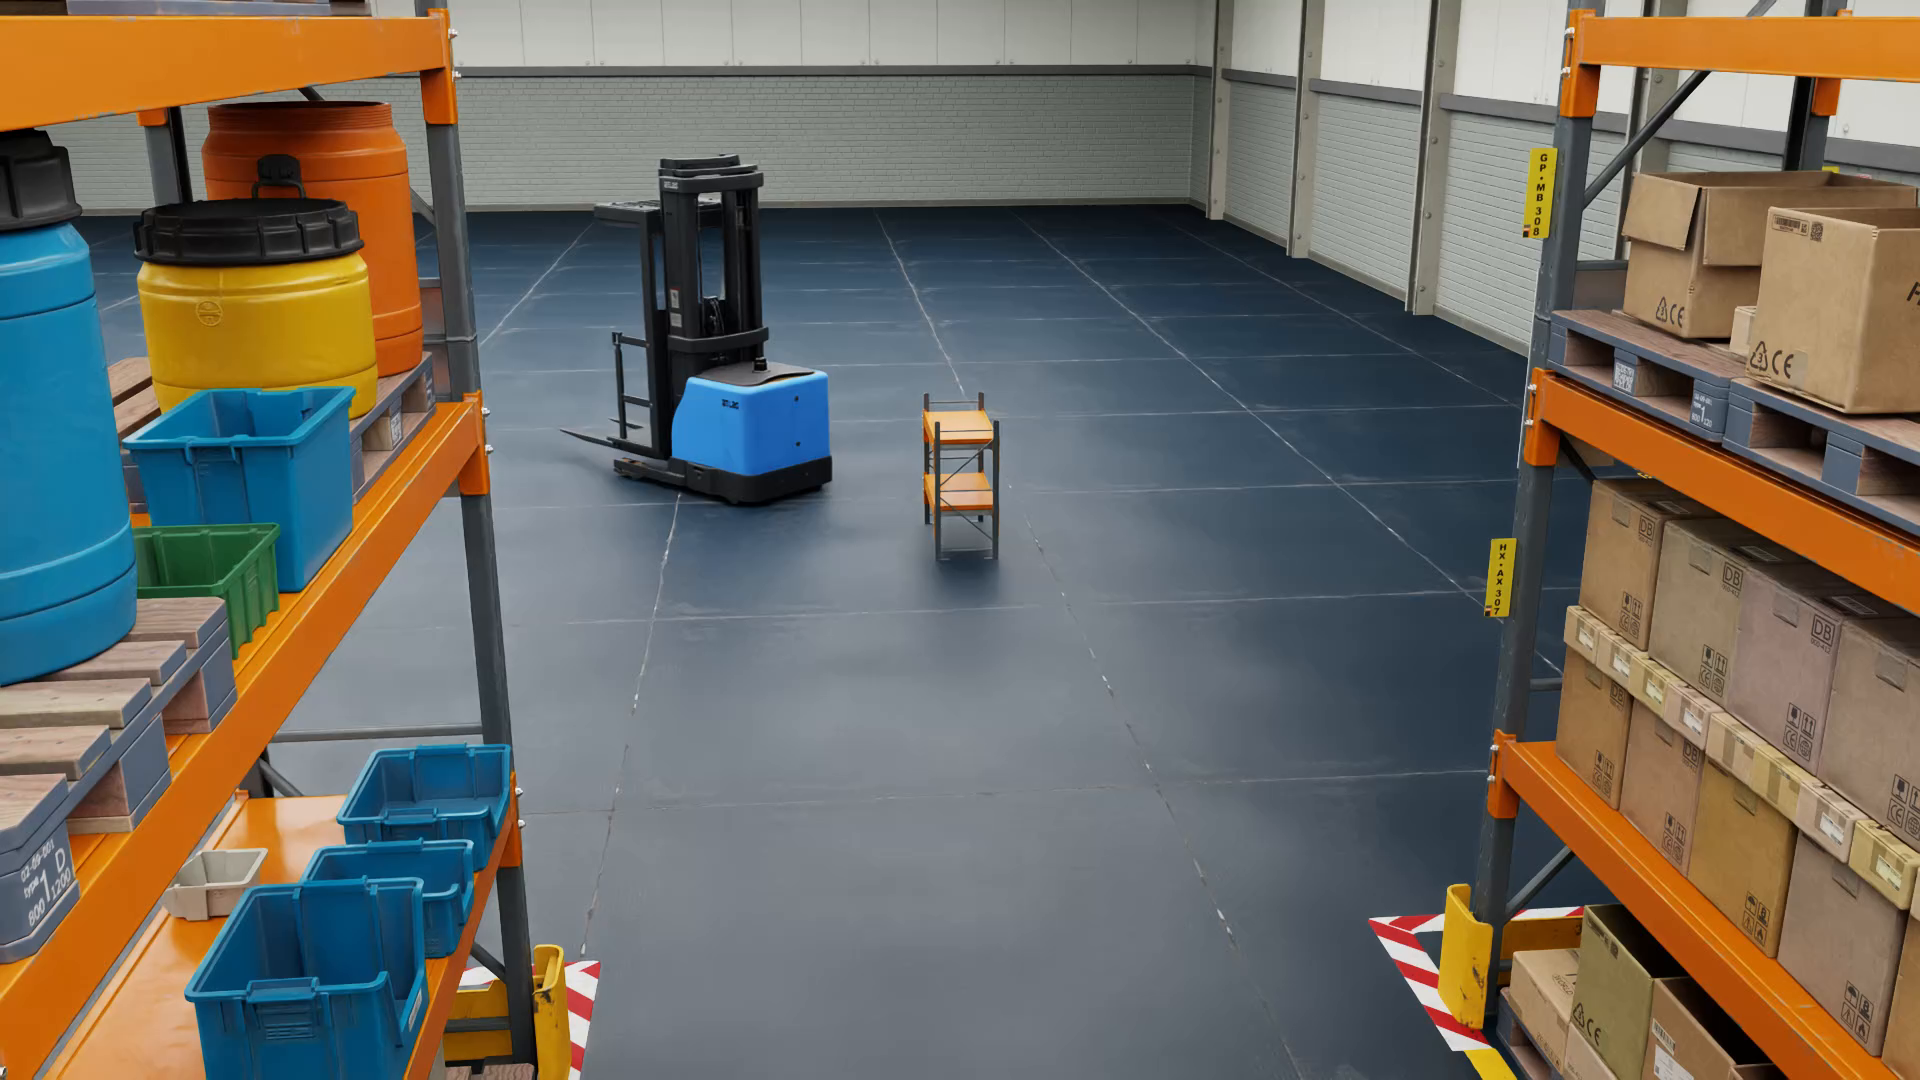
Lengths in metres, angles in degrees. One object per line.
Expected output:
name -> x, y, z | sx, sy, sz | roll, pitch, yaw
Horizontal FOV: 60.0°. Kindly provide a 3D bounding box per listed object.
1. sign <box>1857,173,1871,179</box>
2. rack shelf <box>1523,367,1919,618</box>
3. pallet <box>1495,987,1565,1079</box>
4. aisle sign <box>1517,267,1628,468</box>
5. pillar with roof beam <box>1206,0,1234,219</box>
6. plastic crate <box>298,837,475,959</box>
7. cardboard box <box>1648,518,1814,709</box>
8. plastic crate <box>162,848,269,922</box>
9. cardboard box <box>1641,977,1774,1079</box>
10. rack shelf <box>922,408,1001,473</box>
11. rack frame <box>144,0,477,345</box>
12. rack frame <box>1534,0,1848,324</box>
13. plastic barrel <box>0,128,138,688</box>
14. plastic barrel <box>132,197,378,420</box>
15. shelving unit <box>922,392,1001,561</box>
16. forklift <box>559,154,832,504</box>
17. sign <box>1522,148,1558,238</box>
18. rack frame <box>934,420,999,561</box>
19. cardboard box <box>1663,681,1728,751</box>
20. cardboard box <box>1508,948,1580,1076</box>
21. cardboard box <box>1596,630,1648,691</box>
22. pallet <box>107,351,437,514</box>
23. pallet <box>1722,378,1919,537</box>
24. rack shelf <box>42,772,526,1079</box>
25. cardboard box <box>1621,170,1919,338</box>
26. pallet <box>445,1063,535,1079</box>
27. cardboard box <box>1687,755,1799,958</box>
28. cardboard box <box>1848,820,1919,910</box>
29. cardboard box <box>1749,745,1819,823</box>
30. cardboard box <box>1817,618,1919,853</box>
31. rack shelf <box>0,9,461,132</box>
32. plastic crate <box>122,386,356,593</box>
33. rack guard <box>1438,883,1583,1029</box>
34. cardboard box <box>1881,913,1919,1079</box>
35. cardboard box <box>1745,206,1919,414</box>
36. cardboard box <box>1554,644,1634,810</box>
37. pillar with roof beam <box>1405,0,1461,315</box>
sign -> 7.823, -3.023, 14.427 | 0.001, 0.298, 0.199 | -2, 18, -6
rack shelf -> 2.907, 0.094, 4.562 | 1.077, 0.370, 4.000 | -2, 18, -6
pallet -> 2.821, 2.143, 6.498 | 1.003, 0.211, 1.213 | -2, 18, -6
aisle sign -> 2.389, -0.664, 6.445 | 0.394, 0.787, 0.004 | -2, 18, -6
pillar with roof beam -> 1.184, -11.053, 33.861 | 9.100, 9.000, 0.400 | -2, 18, -6
plastic crate -> -1.816, 1.143, 5.278 | 0.499, 0.251, 0.408 | -2, 18, -6
cardboard box -> 2.801, 0.231, 5.599 | 0.700, 0.500, 0.500 | -2, 18, -7
plastic crate -> -2.454, 1.141, 5.476 | 0.298, 0.136, 0.250 | -2, 18, -6
cardboard box -> 2.652, 1.804, 5.560 | 0.500, 0.500, 0.500 | -2, 18, -6
rack shelf -> 0.001, -0.814, 13.415 | 0.538, 0.278, 1.000 | -2, 18, -6
rack frame -> -2.227, -2.124, 5.419 | 1.000, 3.000, 0.127 | -2, 18, -6
rack frame -> 2.701, -2.276, 5.903 | 1.000, 3.000, 0.127 | -2, 18, -6
plastic barrel -> -1.810, -0.241, 2.890 | 0.600, 0.901, 0.708 | -2, 18, -6
plastic barrel -> -1.983, -0.647, 4.708 | 0.600, 0.588, 0.600 | 0, 17, 0
shelving unit -> 0.001, -0.535, 13.502 | 0.538, 1.125, 1.048 | -2, 18, -6
forklift -> -2.606, -2.059, 15.342 | 3.031, 2.935, 1.130 | 15, 23, 39
sign -> 2.148, -1.284, 6.161 | 0.100, 0.325, 0.005 | -2, 18, -6
rack frame -> 0.053, -0.383, 13.020 | 0.500, 1.125, 0.032 | -2, 18, -6
cardboard box -> 2.605, 0.581, 5.569 | 0.380, 0.149, 0.250 | -2, 18, -6
cardboard box -> 2.535, 1.864, 6.620 | 0.500, 0.250, 0.500 | -2, 18, -6
cardboard box -> 2.557, 0.431, 6.046 | 0.380, 0.149, 0.250 | -2, 18, -7
pallet -> -2.239, -0.353, 5.102 | 1.003, 0.211, 1.213 | -2, 18, -6
pallet -> 2.877, -0.227, 4.532 | 1.003, 0.211, 1.213 | -2, 18, -6
rack shelf -> -2.020, 1.677, 4.528 | 1.077, 0.370, 4.000 | -2, 18, -6
cardboard box -> 2.756, -0.990, 5.707 | 0.797, 0.503, 0.637 | -1, 17, -2
pallet -> -2.094, 2.332, 5.897 | 1.003, 0.211, 1.213 | -2, 18, -6
cardboard box -> 2.840, 0.982, 5.373 | 0.700, 0.500, 0.500 | -2, 18, -5
cardboard box -> 2.712, 0.889, 4.588 | 0.380, 0.149, 0.250 | -1, 17, -4
cardboard box -> 2.662, 0.736, 5.074 | 0.380, 0.149, 0.250 | -2, 18, -6
cardboard box -> 2.906, 0.531, 4.646 | 0.700, 0.500, 0.500 | -2, 18, -6
rack shelf -> -2.020, -0.994, 3.689 | 1.077, 0.370, 4.000 | -2, 18, -6
plastic crate -> -1.731, -0.126, 4.091 | 0.392, 0.384, 0.575 | -2, 18, -6
rack guard -> 2.698, 1.772, 7.199 | 1.175, 0.500, 0.348 | -2, 18, -6
cardboard box -> 2.952, 1.292, 4.388 | 0.700, 0.500, 0.500 | -2, 17, -5
cardboard box -> 2.600, -0.656, 4.651 | 0.500, 0.500, 0.500 | -2, 18, -6
cardboard box -> 2.736, 0.678, 6.343 | 0.700, 0.500, 0.500 | -2, 18, -6
pillar with roof beam -> 2.421, -7.478, 22.473 | 9.100, 9.000, 0.400 | -2, 18, -6
